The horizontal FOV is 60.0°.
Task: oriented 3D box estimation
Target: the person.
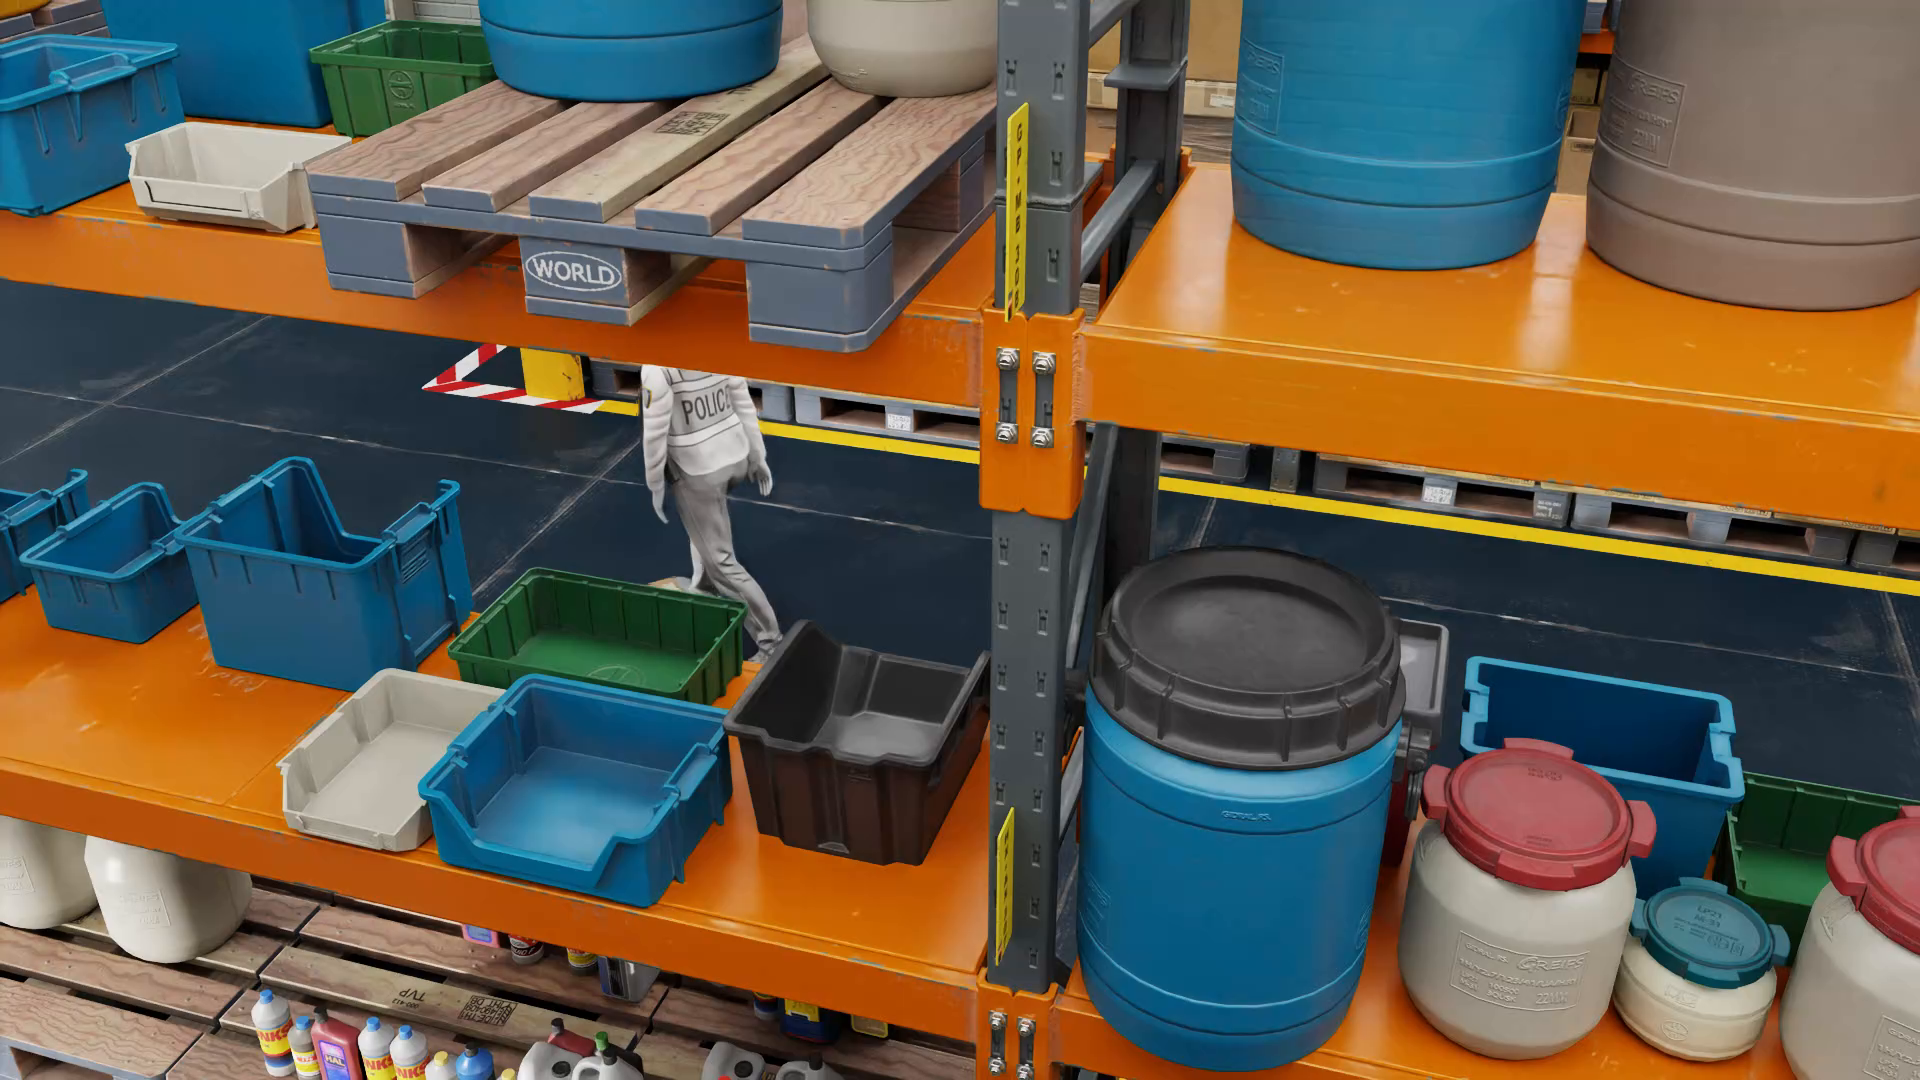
[{"bbox_3d":[-0.988,-0.276,6.633,0.927,1.609,0.517,21,36,33],"label":"person"}]
